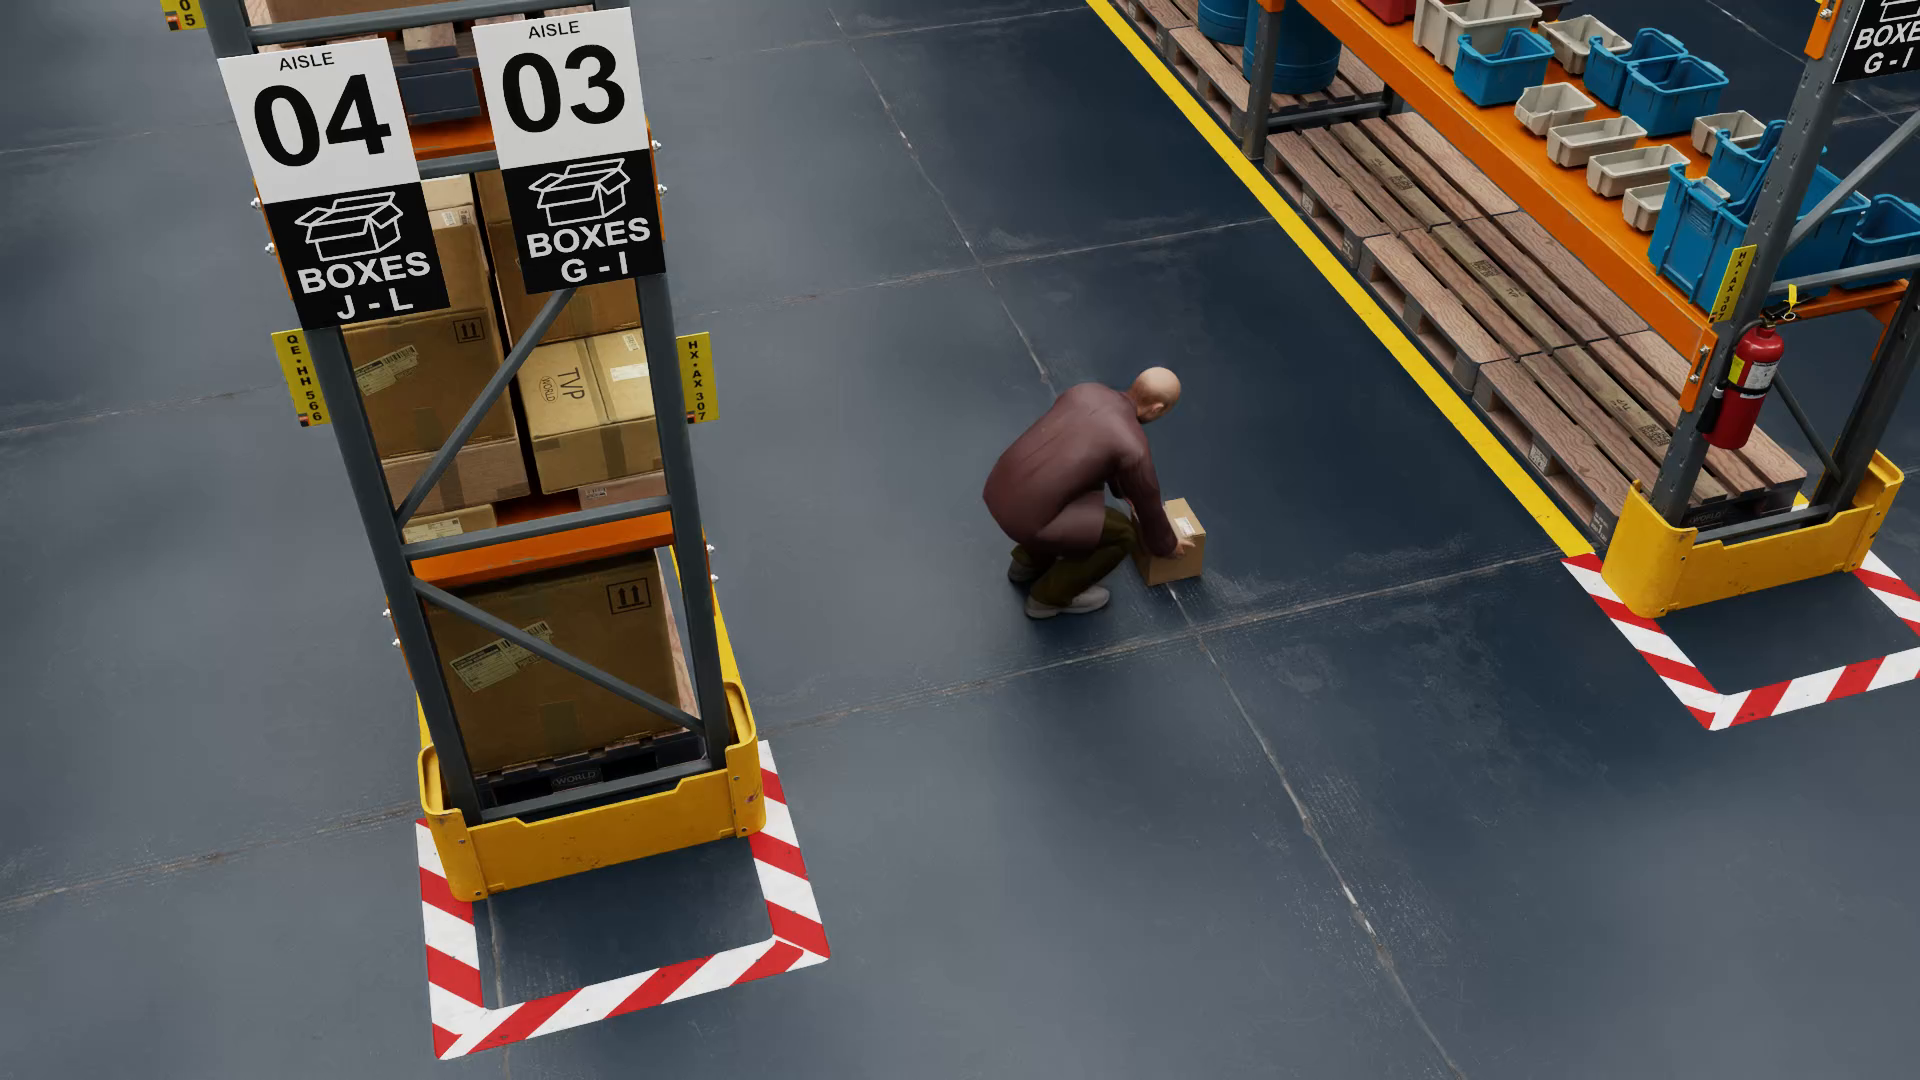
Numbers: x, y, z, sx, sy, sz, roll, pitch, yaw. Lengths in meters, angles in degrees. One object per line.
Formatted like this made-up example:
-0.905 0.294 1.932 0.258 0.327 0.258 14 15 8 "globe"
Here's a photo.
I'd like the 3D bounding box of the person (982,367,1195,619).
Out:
0.524 -0.205 6.984 0.893 1.004 0.610 -12 43 -13 "person"
